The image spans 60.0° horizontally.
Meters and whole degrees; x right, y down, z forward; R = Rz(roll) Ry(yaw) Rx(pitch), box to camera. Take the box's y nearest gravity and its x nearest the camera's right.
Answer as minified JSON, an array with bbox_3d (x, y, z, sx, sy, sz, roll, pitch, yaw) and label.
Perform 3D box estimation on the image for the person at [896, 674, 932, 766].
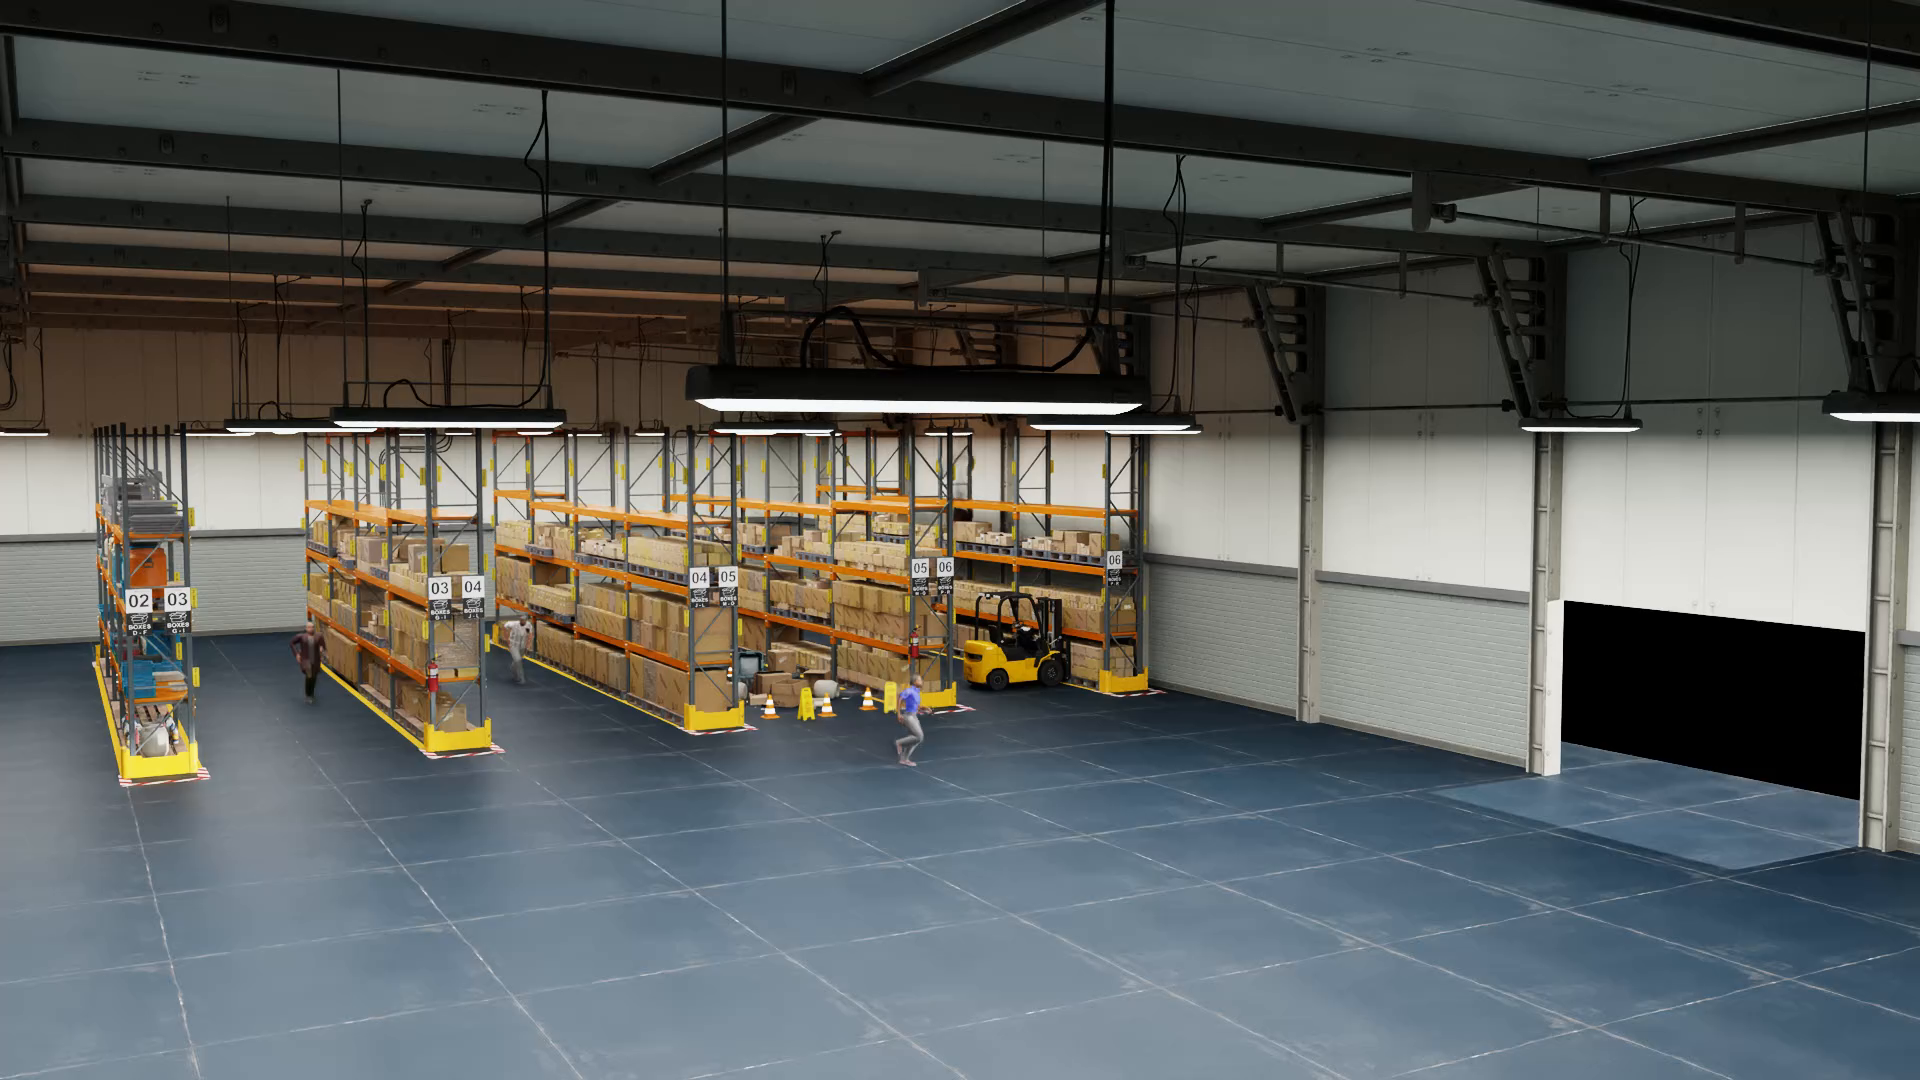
[{"bbox_3d":[-0.812,3.164,29.203,0.626,1.605,0.616,1,4,16],"label":"person"}]

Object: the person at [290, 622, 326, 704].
[{"bbox_3d":[-14.091,2.676,36.020,0.705,1.807,0.849,-2,4,-35],"label":"person"}]

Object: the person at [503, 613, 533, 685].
[{"bbox_3d":[-10.446,2.545,39.194,0.705,1.720,1.030,-2,4,-34],"label":"person"}]
